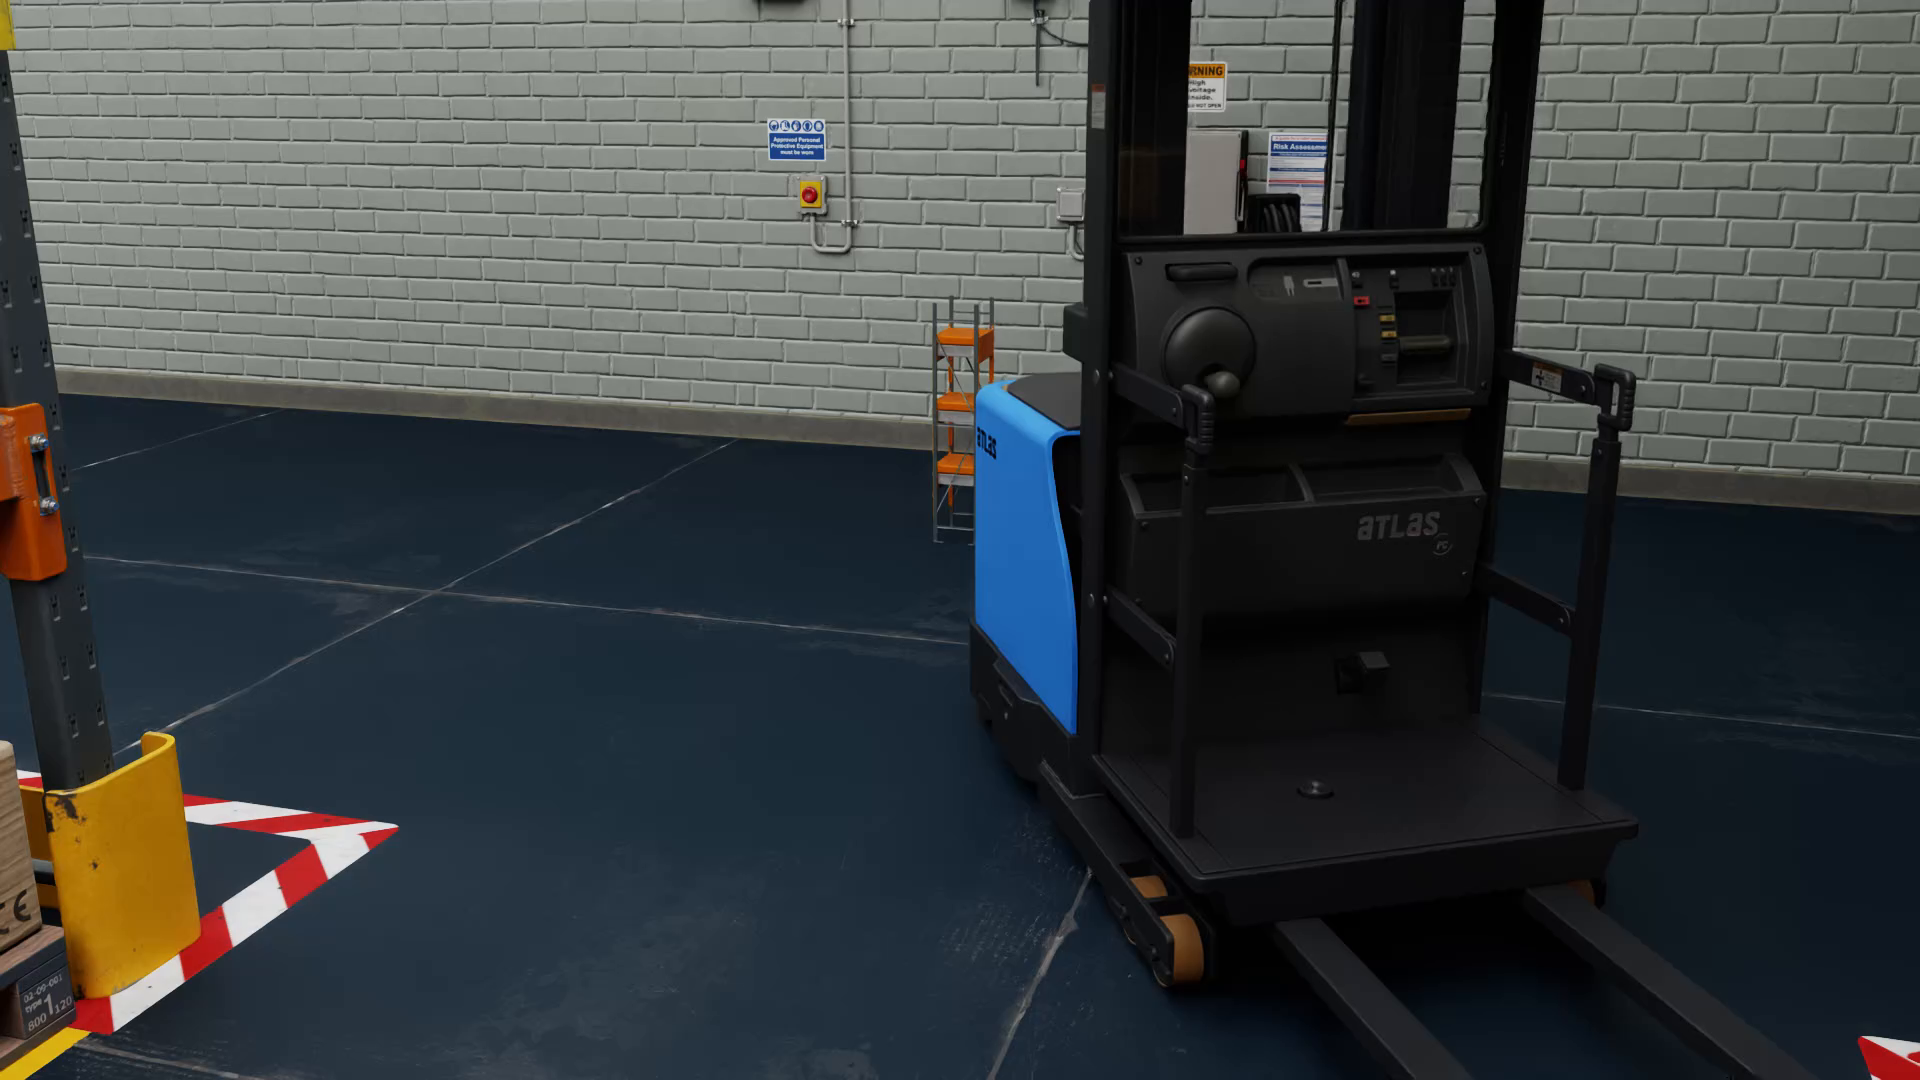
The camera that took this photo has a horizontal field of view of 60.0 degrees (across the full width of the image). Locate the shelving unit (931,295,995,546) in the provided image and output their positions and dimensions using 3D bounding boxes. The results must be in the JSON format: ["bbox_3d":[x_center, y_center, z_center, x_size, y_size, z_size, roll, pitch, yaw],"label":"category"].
[{"bbox_3d":[0.015,-0.519,7.235,0.215,1.050,0.252,5,16,16],"label":"shelving unit"}]

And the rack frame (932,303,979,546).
[{"bbox_3d":[-0.019,-0.487,7.123,0.200,1.050,0.008,5,16,16],"label":"rack frame"}]

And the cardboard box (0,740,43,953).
[{"bbox_3d":[-2.510,0.714,3.241,0.875,0.438,0.875,4,16,14],"label":"cardboard box"}]

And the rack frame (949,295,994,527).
[{"bbox_3d":[0.050,-0.551,7.348,0.200,1.050,0.008,5,16,16],"label":"rack frame"}]

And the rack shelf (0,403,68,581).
[{"bbox_3d":[-2.987,0.372,1.839,1.077,0.370,4.000,5,16,16],"label":"rack shelf"}]

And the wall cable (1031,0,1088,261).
[{"bbox_3d":[0.525,-2.356,8.277,0.588,1.984,0.122,5,16,16],"label":"wall cable"}]

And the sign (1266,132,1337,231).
[{"bbox_3d":[1.667,-1.743,8.153,0.329,0.494,0.001,5,16,16],"label":"sign"}]

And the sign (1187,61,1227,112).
[{"bbox_3d":[1.140,-2.229,8.177,0.339,0.242,0.001,5,16,16],"label":"sign"}]

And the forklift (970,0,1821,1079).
[{"bbox_3d":[0.901,-0.514,3.770,1.130,2.935,3.031,-4,16,-14],"label":"forklift"}]

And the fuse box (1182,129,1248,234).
[{"bbox_3d":[1.134,-1.153,8.260,0.539,1.711,0.414,5,16,16],"label":"fuse box"}]

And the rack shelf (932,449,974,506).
[{"bbox_3d":[0.015,-0.242,7.314,0.215,0.259,0.240,5,16,16],"label":"rack shelf"}]

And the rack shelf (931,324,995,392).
[{"bbox_3d":[0.015,-0.782,7.161,0.215,0.259,0.240,5,16,16],"label":"rack shelf"}]

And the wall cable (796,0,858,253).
[{"bbox_3d":[-0.838,-2.478,8.650,0.585,1.953,0.123,5,16,16],"label":"wall cable"}]

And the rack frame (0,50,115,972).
[{"bbox_3d":[-2.418,-0.497,3.585,1.000,3.000,0.127,5,16,16],"label":"rack frame"}]

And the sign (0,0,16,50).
[{"bbox_3d":[-1.902,-1.122,3.234,0.100,0.325,0.005,5,16,16],"label":"sign"}]

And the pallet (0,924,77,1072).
[{"bbox_3d":[-2.571,1.060,3.207,1.003,0.211,1.213,5,16,16],"label":"pallet"}]

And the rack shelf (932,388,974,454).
[{"bbox_3d":[0.015,-0.509,7.238,0.215,0.259,0.240,5,16,16],"label":"rack shelf"}]

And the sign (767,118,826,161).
[{"bbox_3d":[-0.867,-2.124,8.825,0.327,0.218,0.001,5,16,16],"label":"sign"}]

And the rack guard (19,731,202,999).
[{"bbox_3d":[-2.412,0.699,3.948,1.175,0.500,0.348,5,16,16],"label":"rack guard"}]
